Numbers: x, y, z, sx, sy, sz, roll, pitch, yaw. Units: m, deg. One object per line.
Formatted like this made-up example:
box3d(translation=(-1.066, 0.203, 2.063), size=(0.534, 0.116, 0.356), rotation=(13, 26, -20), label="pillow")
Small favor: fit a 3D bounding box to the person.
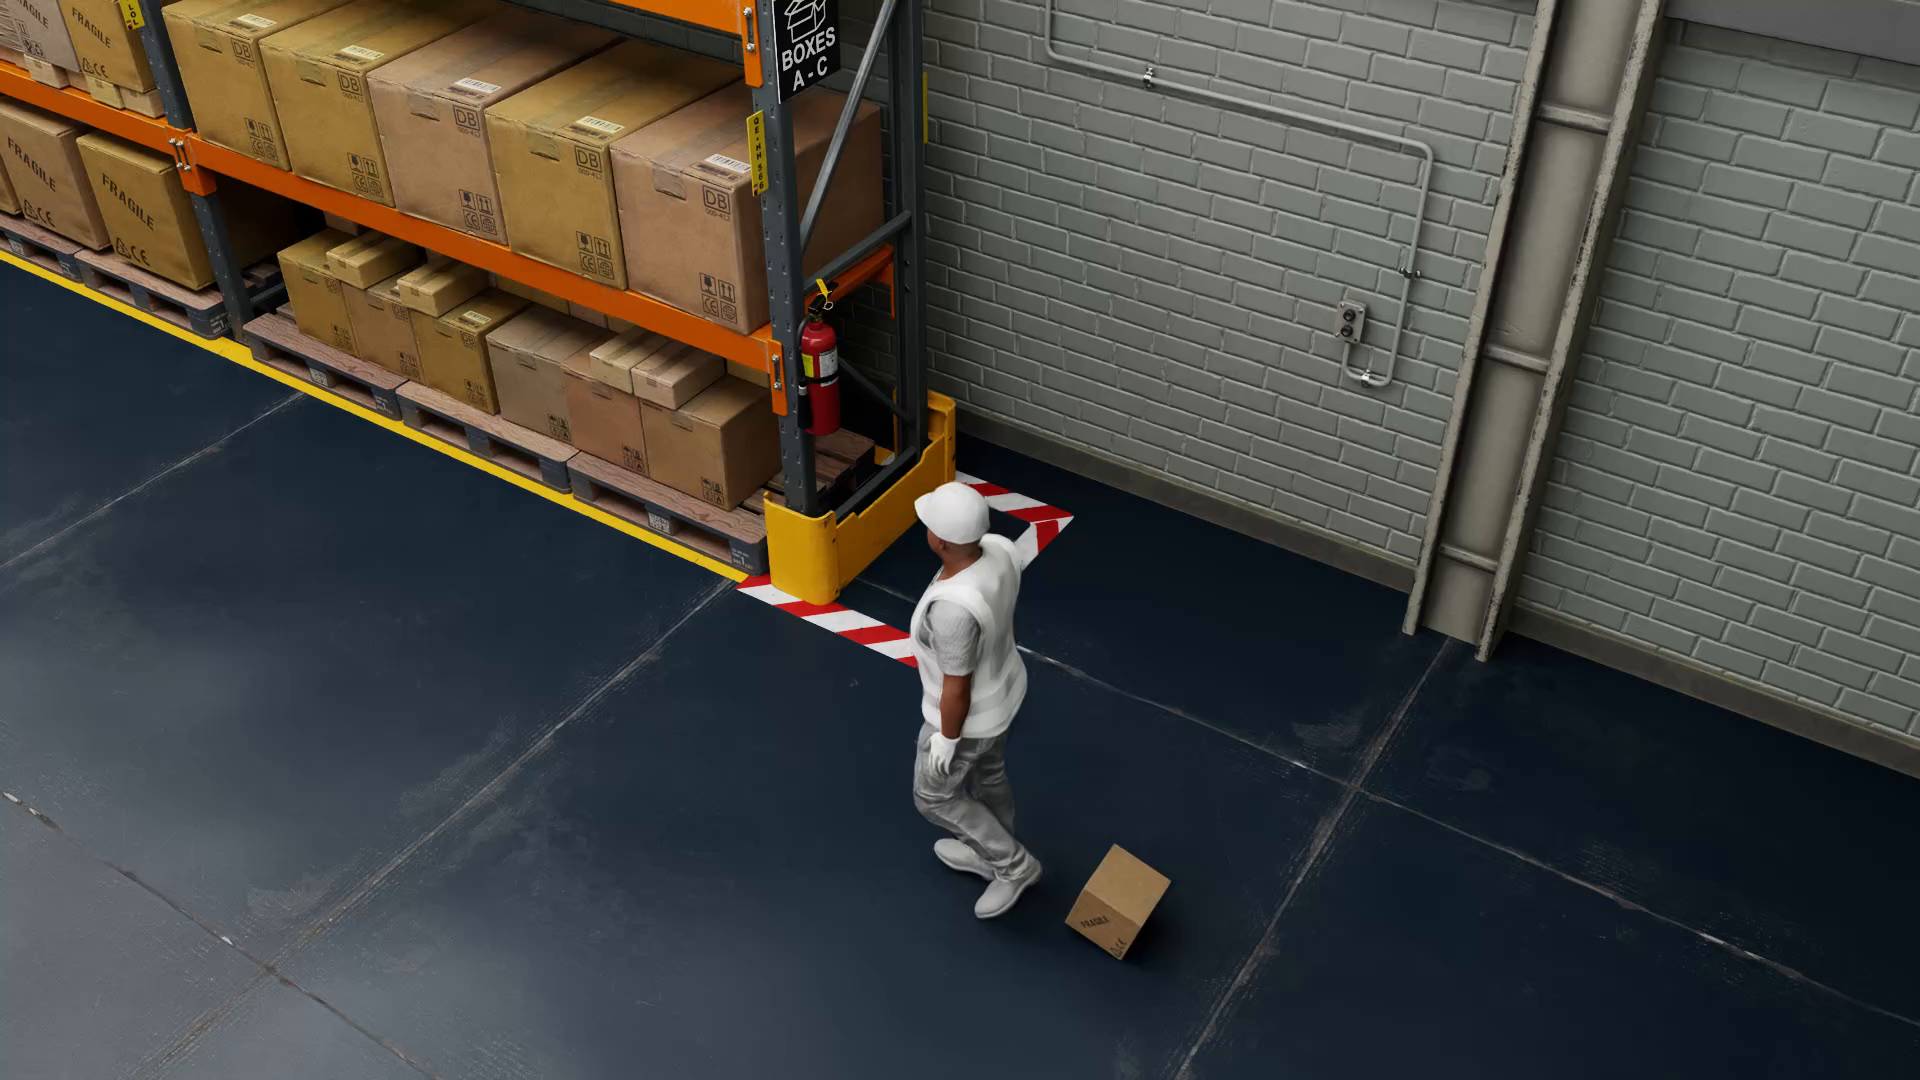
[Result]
box3d(translation=(0.084, 0.582, 5.906), size=(0.555, 1.780, 0.586), rotation=(14, 40, 17), label="person")
